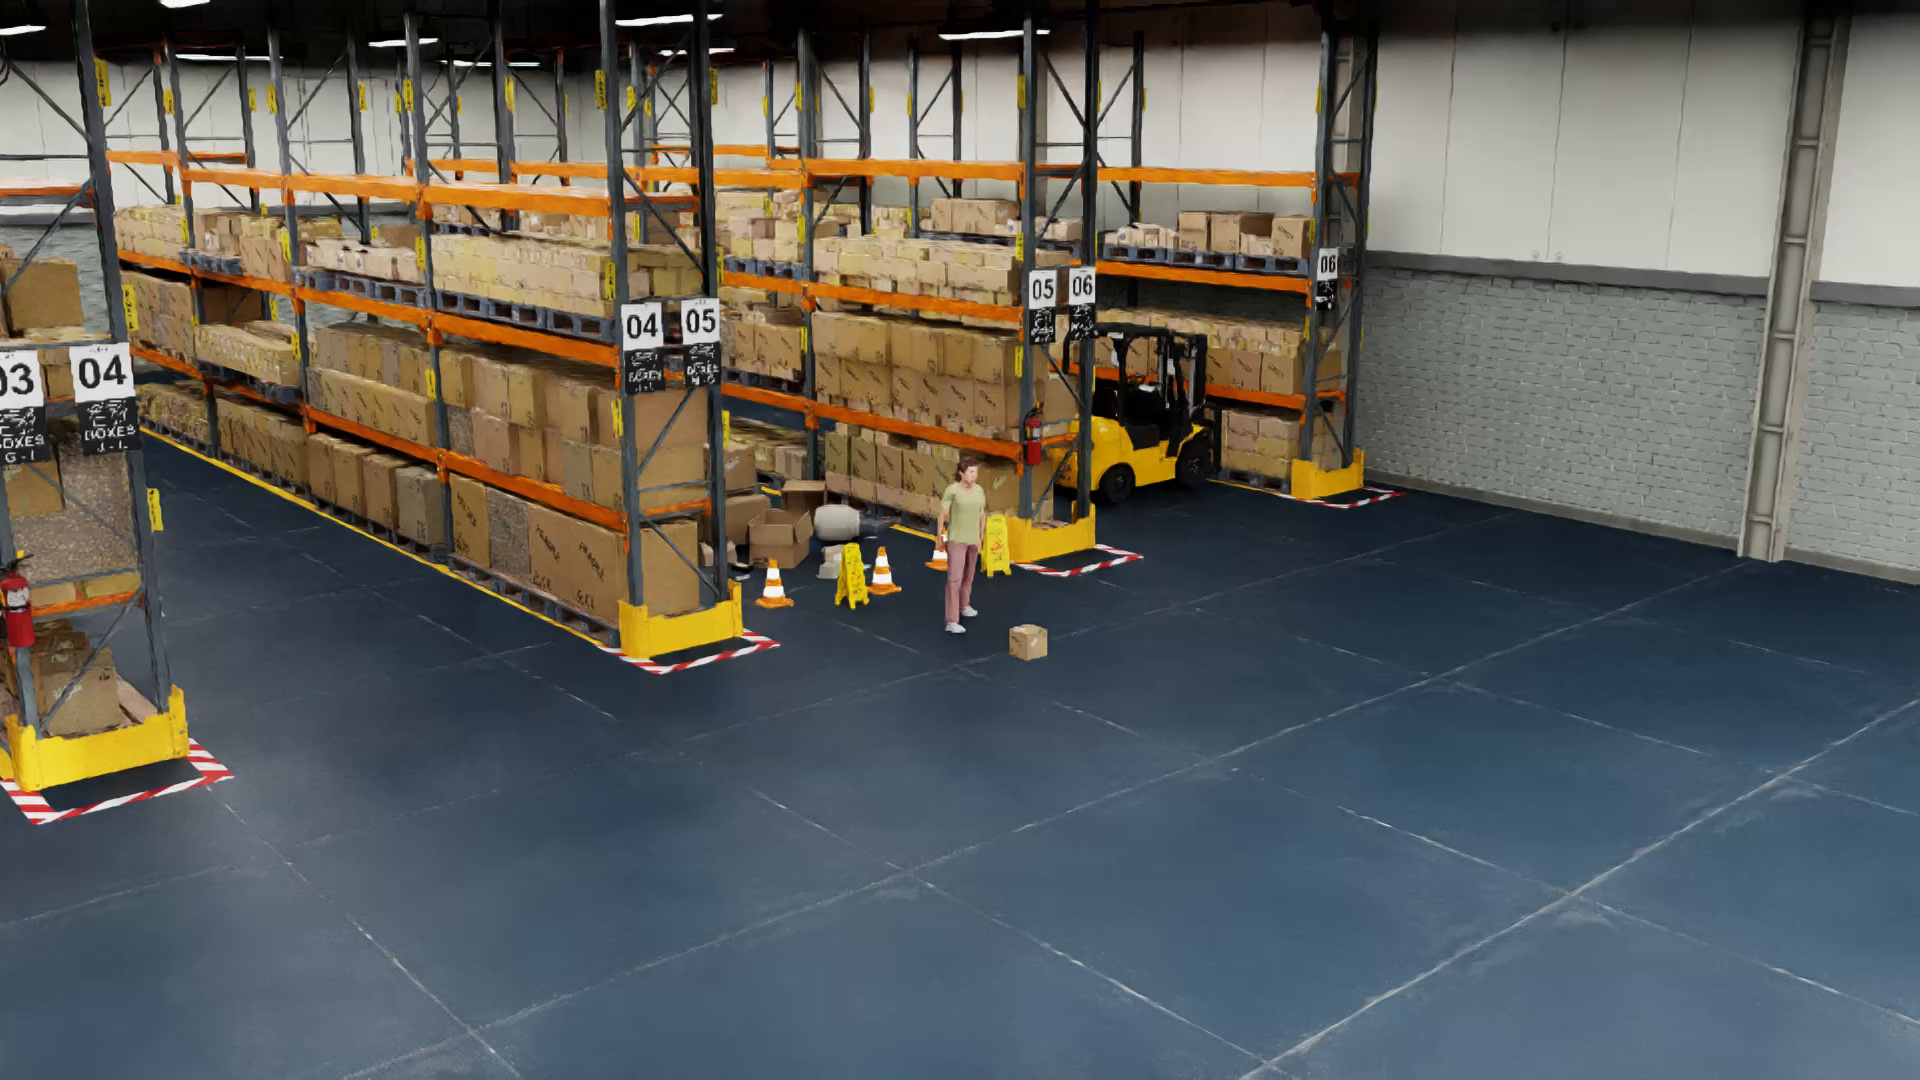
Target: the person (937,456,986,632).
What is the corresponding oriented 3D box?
[{"bbox_3d":[0.017,0.027,15.947,0.568,1.611,0.749,-10,17,-33],"label":"person"}]
